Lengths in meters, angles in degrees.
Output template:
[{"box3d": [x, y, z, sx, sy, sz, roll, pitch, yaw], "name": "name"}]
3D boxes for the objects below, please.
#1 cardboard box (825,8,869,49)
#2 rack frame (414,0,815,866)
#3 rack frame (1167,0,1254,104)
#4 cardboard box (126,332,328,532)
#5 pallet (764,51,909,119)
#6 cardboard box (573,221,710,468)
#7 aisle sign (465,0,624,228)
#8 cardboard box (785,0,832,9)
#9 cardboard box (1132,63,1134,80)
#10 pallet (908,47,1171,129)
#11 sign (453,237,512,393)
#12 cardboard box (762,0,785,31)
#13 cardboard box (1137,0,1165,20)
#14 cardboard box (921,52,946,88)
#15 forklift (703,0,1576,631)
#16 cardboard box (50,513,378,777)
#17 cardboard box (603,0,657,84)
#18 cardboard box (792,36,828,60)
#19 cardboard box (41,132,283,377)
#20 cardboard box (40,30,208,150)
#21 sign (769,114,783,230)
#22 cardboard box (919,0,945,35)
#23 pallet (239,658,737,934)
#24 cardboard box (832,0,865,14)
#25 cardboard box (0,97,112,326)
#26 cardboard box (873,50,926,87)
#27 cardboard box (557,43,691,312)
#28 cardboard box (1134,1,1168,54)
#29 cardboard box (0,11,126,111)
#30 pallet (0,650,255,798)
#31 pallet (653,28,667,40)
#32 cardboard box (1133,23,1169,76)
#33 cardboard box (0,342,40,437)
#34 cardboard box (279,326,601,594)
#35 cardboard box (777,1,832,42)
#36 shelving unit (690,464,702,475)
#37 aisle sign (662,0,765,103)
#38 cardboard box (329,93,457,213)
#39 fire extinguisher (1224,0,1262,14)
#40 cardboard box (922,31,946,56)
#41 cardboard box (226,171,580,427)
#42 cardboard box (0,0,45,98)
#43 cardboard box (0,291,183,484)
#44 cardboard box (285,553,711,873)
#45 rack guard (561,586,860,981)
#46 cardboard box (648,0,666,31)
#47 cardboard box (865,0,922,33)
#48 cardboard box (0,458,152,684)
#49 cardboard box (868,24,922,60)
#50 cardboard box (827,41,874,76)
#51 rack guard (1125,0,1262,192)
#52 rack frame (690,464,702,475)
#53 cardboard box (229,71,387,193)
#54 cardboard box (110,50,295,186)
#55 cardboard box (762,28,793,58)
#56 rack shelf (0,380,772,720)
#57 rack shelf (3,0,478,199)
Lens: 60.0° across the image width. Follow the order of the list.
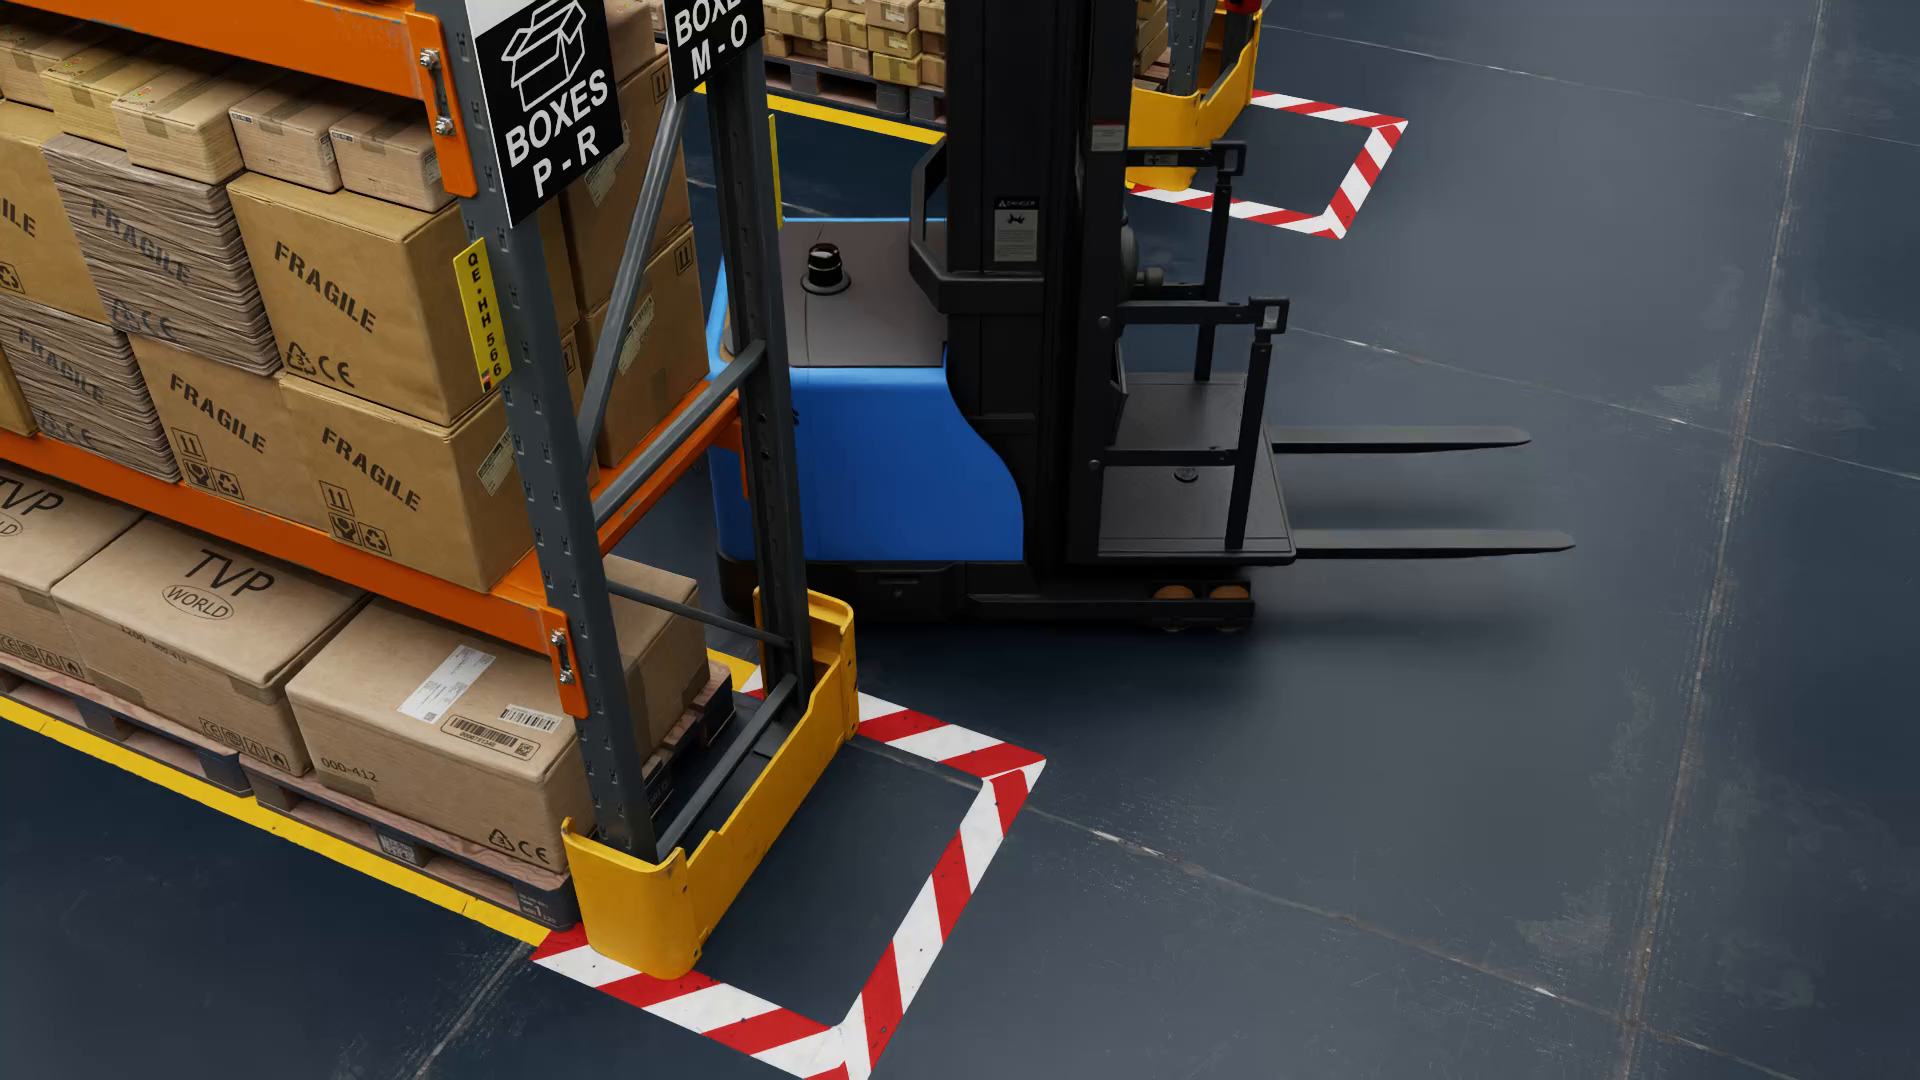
[{"box3d": [-0.506, -2.749, 8.761, 0.250, 0.149, 0.380, 19, 44, 21], "name": "cardboard box"}, {"box3d": [-0.738, -0.252, 4.251, 0.127, 3.000, 1.000, 17, 44, 19], "name": "rack frame"}, {"box3d": [1.264, -3.218, 7.673, 0.127, 3.000, 1.000, 17, 44, 19], "name": "rack frame"}, {"box3d": [-1.735, -0.414, 4.361, 0.500, 0.500, 0.500, 16, 43, 18], "name": "cardboard box"}, {"box3d": [-0.628, -2.770, 9.285, 1.213, 0.211, 1.003, 17, 44, 19], "name": "pallet"}, {"box3d": [-1.051, -0.593, 4.568, 0.500, 0.500, 0.500, 17, 44, 18], "name": "cardboard box"}, {"box3d": [-0.803, -1.031, 3.164, 0.004, 0.787, 0.394, 17, 44, 19], "name": "aisle sign"}, {"box3d": [-0.731, -2.966, 8.783, 0.250, 0.149, 0.380, 17, 44, 19], "name": "cardboard box"}, {"box3d": [0.699, -2.322, 8.494, 0.250, 0.149, 0.380, 18, 44, 19], "name": "cardboard box"}, {"box3d": [0.474, -2.432, 8.894, 1.213, 0.211, 1.003, 17, 44, 19], "name": "pallet"}, {"box3d": [-0.980, -0.461, 3.427, 0.005, 0.325, 0.100, 17, 44, 19], "name": "sign"}, {"box3d": [-0.980, -2.892, 8.926, 0.250, 0.149, 0.380, 17, 44, 18], "name": "cardboard box"}, {"box3d": [0.933, -2.871, 8.674, 0.250, 0.149, 0.380, 15, 43, 17], "name": "cardboard box"}, {"box3d": [-0.010, -2.518, 8.720, 0.250, 0.149, 0.380, 17, 44, 19], "name": "cardboard box"}, {"box3d": [0.667, -1.136, 5.323, 3.031, 2.935, 1.130, 0, 41, 0], "name": "forklift"}, {"box3d": [-2.211, 0.185, 5.381, 0.875, 0.438, 0.875, 18, 44, 20], "name": "cardboard box"}, {"box3d": [-0.942, -1.175, 3.981, 0.250, 0.149, 0.380, 18, 44, 20], "name": "cardboard box"}, {"box3d": [-0.704, -2.753, 8.992, 0.250, 0.149, 0.380, 18, 44, 20], "name": "cardboard box"}, {"box3d": [-1.761, -0.787, 4.028, 0.500, 0.500, 0.500, 17, 44, 19], "name": "cardboard box"}, {"box3d": [-1.868, -1.065, 3.854, 0.250, 0.149, 0.380, 18, 44, 20], "name": "cardboard box"}, {"box3d": [-0.497, -0.937, 4.319, 0.005, 0.325, 0.100, 17, 44, 19], "name": "sign"}, {"box3d": [-0.023, -2.730, 8.511, 0.250, 0.149, 0.380, 15, 43, 17], "name": "cardboard box"}, {"box3d": [-1.495, 0.627, 5.366, 1.213, 0.211, 1.003, 17, 44, 19], "name": "pallet"}, {"box3d": [-0.482, -2.910, 8.719, 0.250, 0.149, 0.380, 16, 43, 17], "name": "cardboard box"}, {"box3d": [-2.208, -0.926, 4.189, 0.500, 0.500, 0.500, 17, 44, 18], "name": "cardboard box"}, {"box3d": [-0.267, -2.551, 8.759, 0.250, 0.149, 0.380, 15, 43, 17], "name": "cardboard box"}, {"box3d": [-1.052, -0.970, 4.239, 0.500, 0.500, 0.500, 16, 43, 18], "name": "cardboard box"}, {"box3d": [0.898, -2.709, 8.715, 0.250, 0.149, 0.380, 19, 44, 20], "name": "cardboard box"}, {"box3d": [-2.075, -1.180, 3.986, 0.250, 0.149, 0.380, 17, 44, 18], "name": "cardboard box"}, {"box3d": [-2.597, 0.288, 5.757, 1.213, 0.211, 1.003, 17, 44, 19], "name": "pallet"}, {"box3d": [-1.738, -3.107, 9.674, 1.213, 0.211, 1.003, 17, 44, 19], "name": "pallet"}, {"box3d": [0.924, -2.635, 8.856, 0.250, 0.149, 0.380, 18, 44, 19], "name": "cardboard box"}, {"box3d": [-2.679, -0.686, 4.675, 0.500, 0.500, 0.500, 18, 44, 20], "name": "cardboard box"}, {"box3d": [-1.287, -0.266, 4.191, 0.500, 0.500, 0.500, 17, 44, 19], "name": "cardboard box"}, {"box3d": [-0.767, -2.809, 8.830, 0.250, 0.149, 0.380, 17, 44, 19], "name": "cardboard box"}, {"box3d": [-1.255, -0.773, 6.289, 0.189, 1.200, 0.258, -22, 34, 26], "name": "shelving unit"}, {"box3d": [-0.550, -1.387, 3.575, 0.004, 0.787, 0.394, 17, 44, 19], "name": "aisle sign"}, {"box3d": [-1.147, -0.893, 3.656, 0.250, 0.149, 0.380, 18, 44, 19], "name": "cardboard box"}, {"box3d": [1.297, -2.704, 7.424, 0.183, 0.674, 0.296, 17, 44, 19], "name": "fire extinguisher"}, {"box3d": [-0.007, -2.667, 8.666, 0.250, 0.149, 0.380, 16, 44, 18], "name": "cardboard box"}, {"box3d": [-1.275, -0.660, 3.881, 0.500, 0.500, 0.500, 18, 44, 20], "name": "cardboard box"}, {"box3d": [-2.327, -1.214, 4.026, 0.250, 0.149, 0.380, 18, 44, 20], "name": "cardboard box"}, {"box3d": [-2.205, -0.551, 4.519, 0.500, 0.500, 0.500, 18, 44, 20], "name": "cardboard box"}, {"box3d": [-1.378, 0.434, 5.095, 0.875, 0.438, 0.875, 16, 43, 17], "name": "cardboard box"}, {"box3d": [-0.716, 0.699, 5.062, 0.348, 0.500, 1.175, 17, 44, 19], "name": "rack guard"}, {"box3d": [-1.679, -3.004, 9.282, 0.250, 0.149, 0.380, 17, 44, 18], "name": "cardboard box"}, {"box3d": [-0.290, -2.771, 8.559, 0.250, 0.149, 0.380, 19, 44, 20], "name": "cardboard box"}, {"box3d": [-3.027, -0.065, 5.671, 0.875, 0.438, 0.875, 16, 43, 17], "name": "cardboard box"}, {"box3d": [-0.282, -2.667, 8.666, 0.250, 0.149, 0.380, 18, 44, 19], "name": "cardboard box"}, {"box3d": [-0.506, -2.639, 8.860, 0.250, 0.149, 0.380, 18, 44, 19], "name": "cardboard box"}, {"box3d": [1.195, -2.295, 8.516, 0.348, 0.500, 1.175, 17, 44, 19], "name": "rack guard"}, {"box3d": [-1.332, -0.742, 6.329, 0.006, 1.200, 0.240, -22, 34, 26], "name": "rack frame"}, {"box3d": [-1.388, -0.949, 3.720, 0.250, 0.149, 0.380, 18, 44, 19], "name": "cardboard box"}, {"box3d": [-1.657, -0.971, 3.745, 0.250, 0.149, 0.380, 17, 44, 18], "name": "cardboard box"}, {"box3d": [-0.974, -2.781, 9.024, 0.250, 0.149, 0.380, 16, 43, 17], "name": "cardboard box"}, {"box3d": [-2.550, -0.534, 5.125, 4.000, 0.370, 1.077, 17, 44, 19], "name": "rack shelf"}, {"box3d": [-2.550, -1.668, 4.143, 4.000, 0.370, 1.077, 17, 44, 19], "name": "rack shelf"}]
